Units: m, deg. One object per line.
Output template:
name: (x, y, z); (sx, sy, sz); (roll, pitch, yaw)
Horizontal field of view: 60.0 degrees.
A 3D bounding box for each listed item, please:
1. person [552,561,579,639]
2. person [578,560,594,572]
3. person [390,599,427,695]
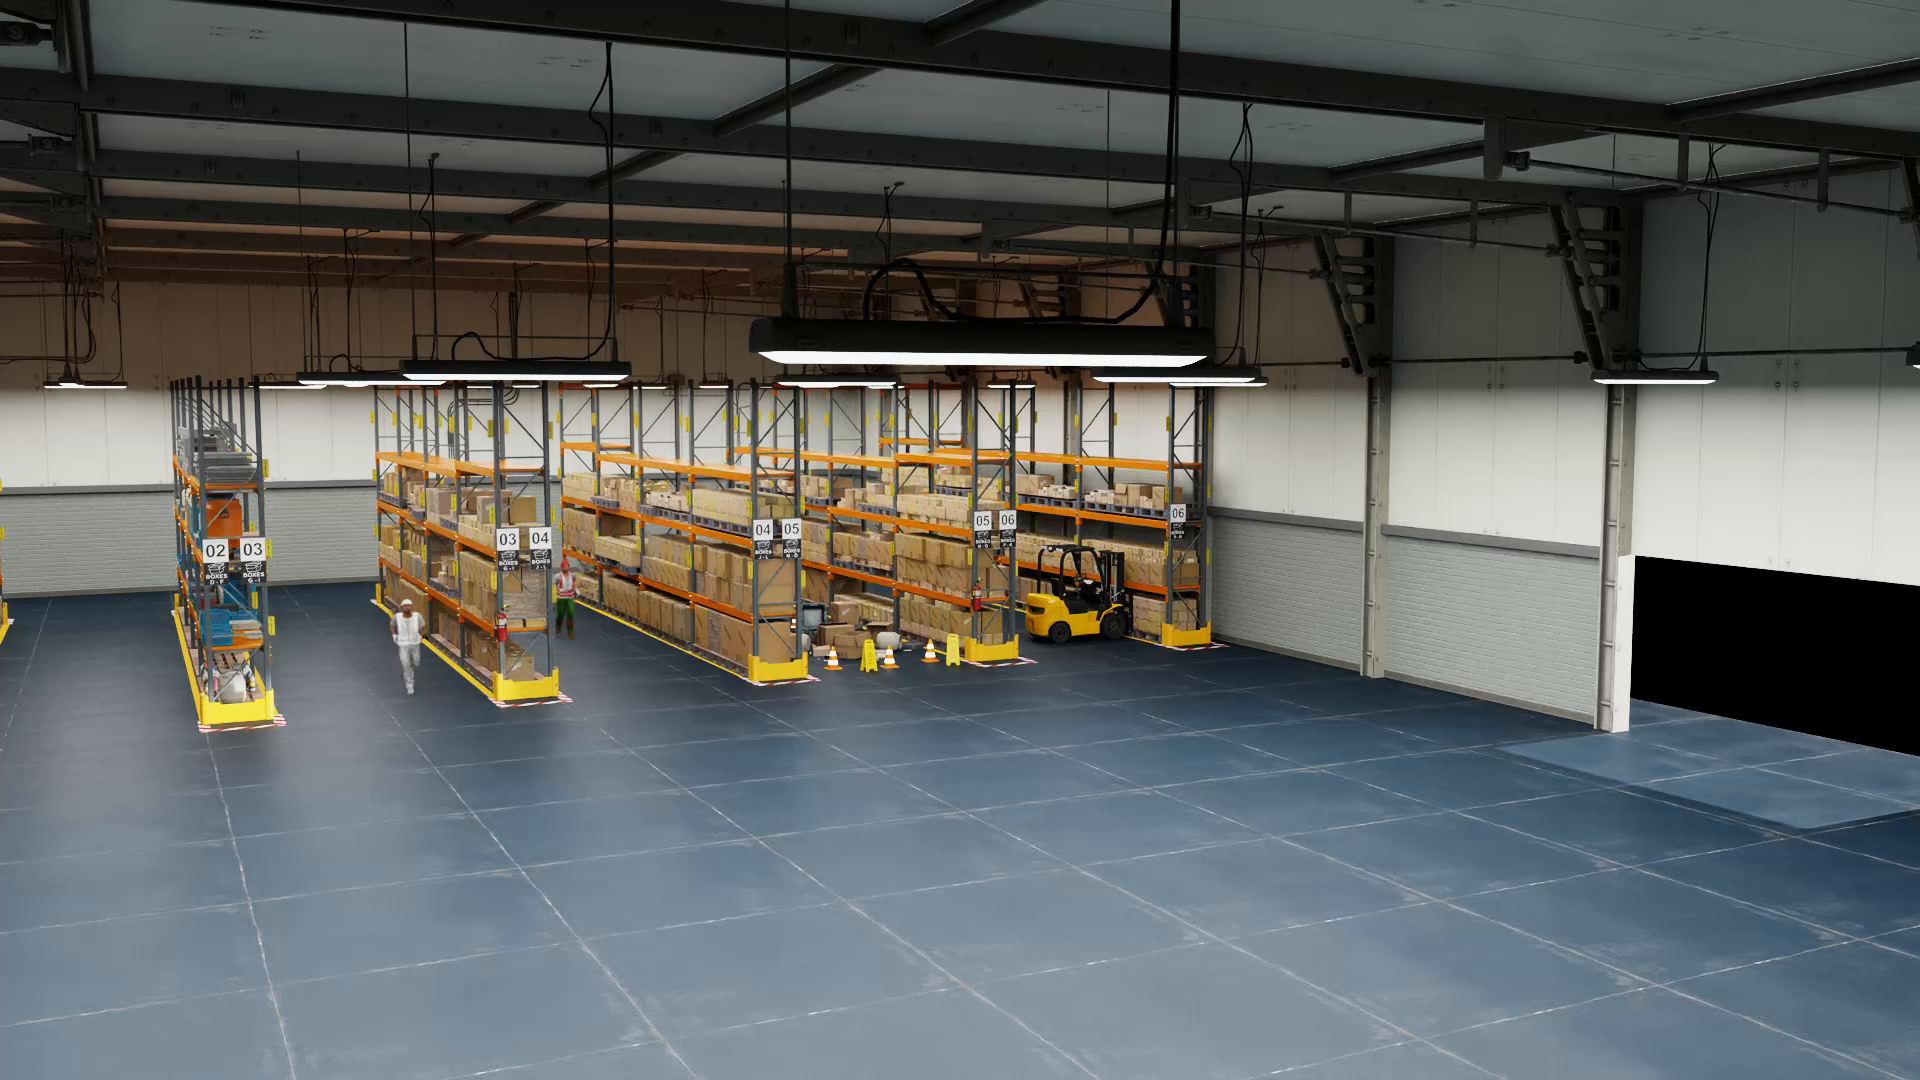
person: (-9.207, 1.373, 38.791); (0.681, 1.803, 0.886); (-3, 6, -30)
person: (-10.918, 0.541, 48.963); (0.823, 1.692, 0.565); (-2, 5, -20)
person: (-10.589, 2.017, 31.978); (0.652, 1.773, 1.123); (-3, 6, -28)
